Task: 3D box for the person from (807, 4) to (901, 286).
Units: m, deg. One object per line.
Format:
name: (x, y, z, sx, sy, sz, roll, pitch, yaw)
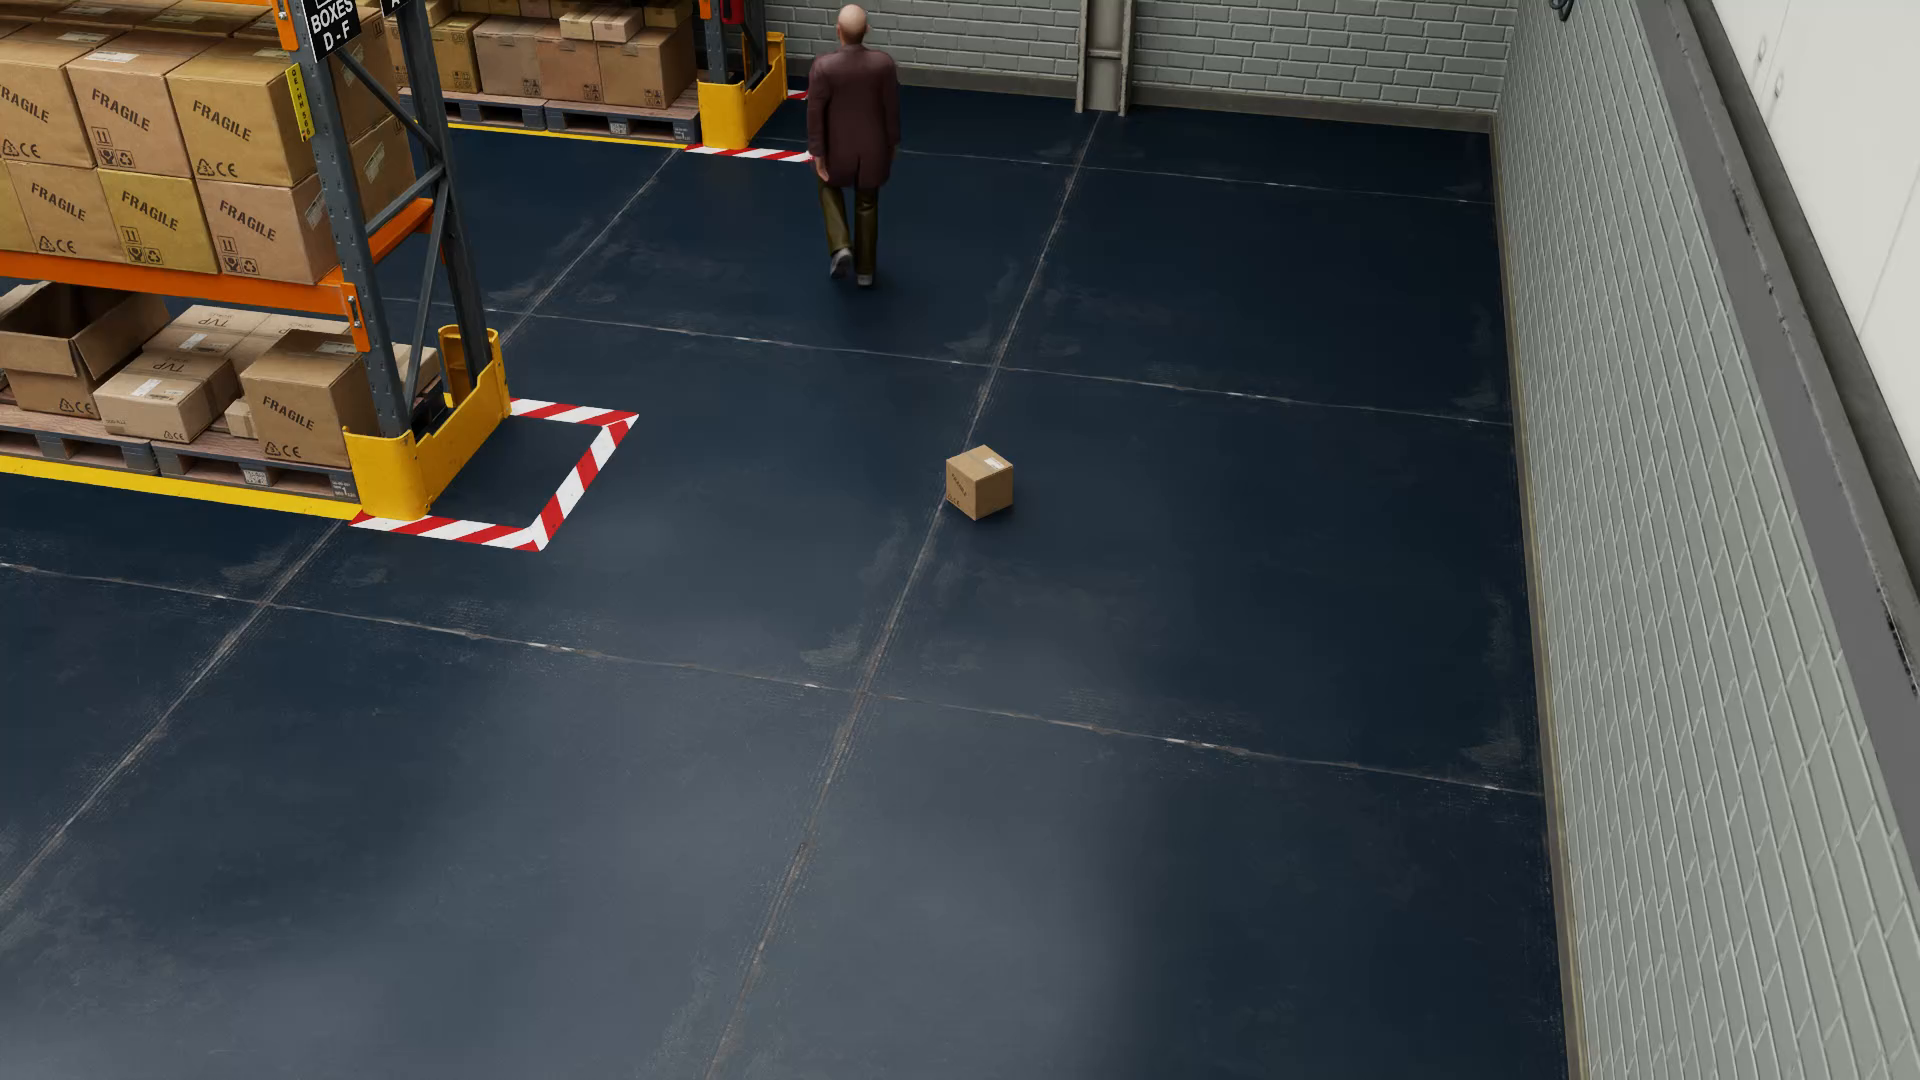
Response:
person: (-0.653, -2.438, 10.291, 0.592, 1.790, 0.490, -6, 37, -8)
